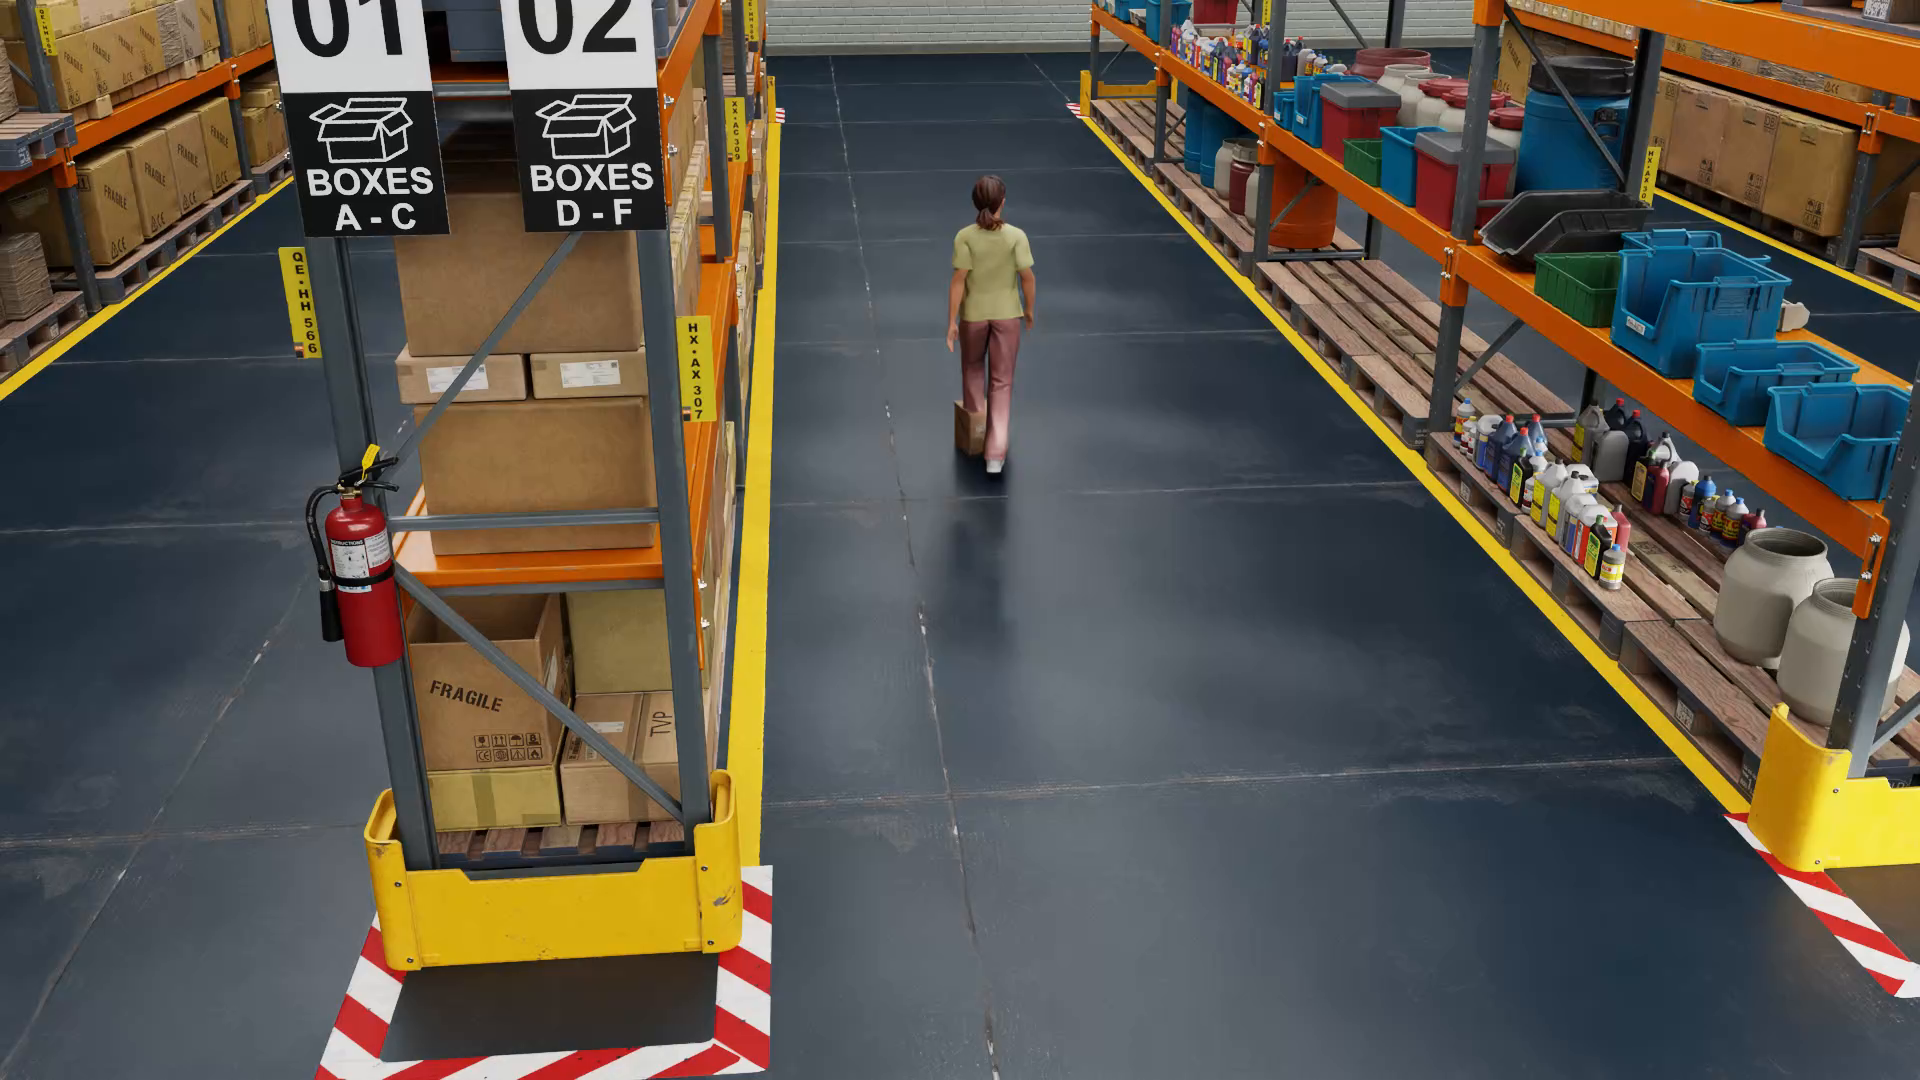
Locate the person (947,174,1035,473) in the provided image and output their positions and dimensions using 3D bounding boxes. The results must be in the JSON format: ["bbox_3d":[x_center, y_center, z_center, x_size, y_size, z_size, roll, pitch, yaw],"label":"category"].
[{"bbox_3d":[0.189,-1.256,9.451,0.477,1.672,0.865,3,24,6],"label":"person"}]
